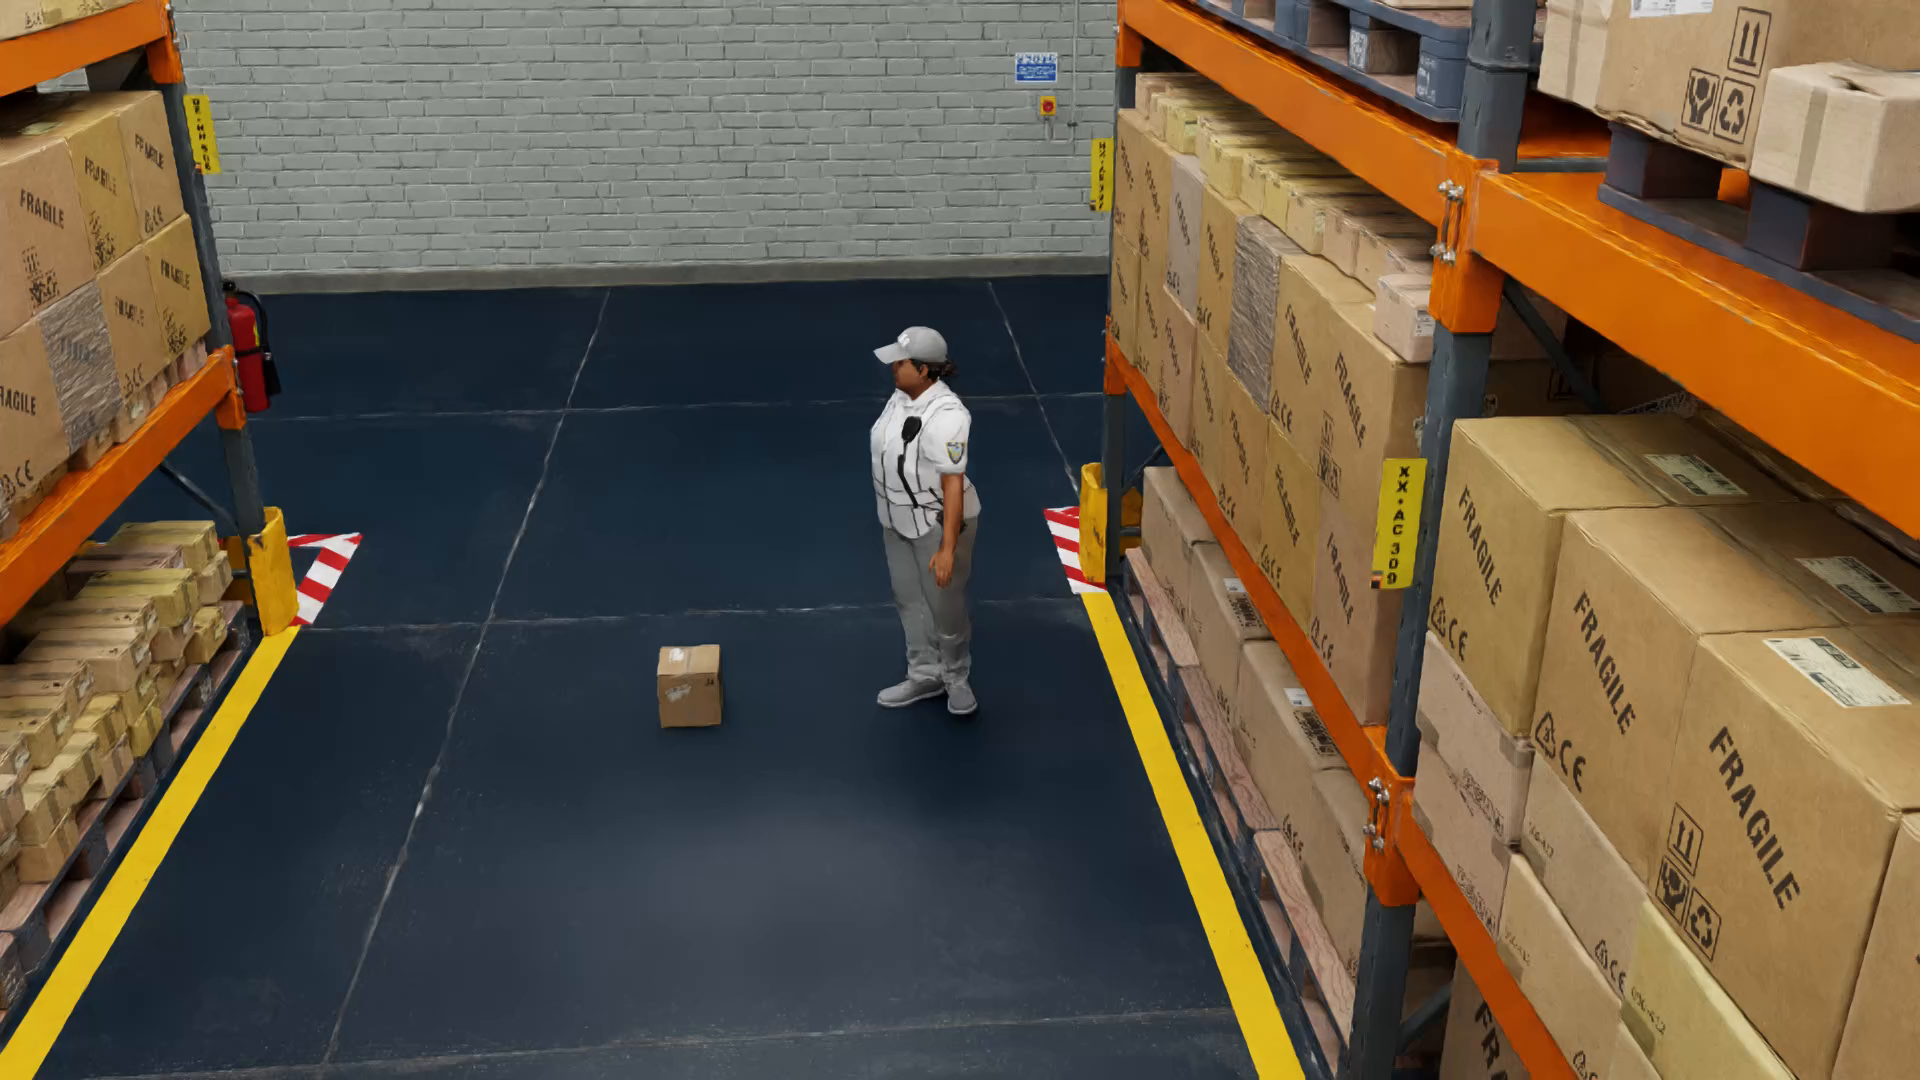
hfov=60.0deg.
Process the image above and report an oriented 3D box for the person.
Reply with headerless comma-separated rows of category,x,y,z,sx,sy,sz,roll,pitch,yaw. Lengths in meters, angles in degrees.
person,-0.127,-0.048,6.692,0.431,1.672,0.540,-17,29,-33
